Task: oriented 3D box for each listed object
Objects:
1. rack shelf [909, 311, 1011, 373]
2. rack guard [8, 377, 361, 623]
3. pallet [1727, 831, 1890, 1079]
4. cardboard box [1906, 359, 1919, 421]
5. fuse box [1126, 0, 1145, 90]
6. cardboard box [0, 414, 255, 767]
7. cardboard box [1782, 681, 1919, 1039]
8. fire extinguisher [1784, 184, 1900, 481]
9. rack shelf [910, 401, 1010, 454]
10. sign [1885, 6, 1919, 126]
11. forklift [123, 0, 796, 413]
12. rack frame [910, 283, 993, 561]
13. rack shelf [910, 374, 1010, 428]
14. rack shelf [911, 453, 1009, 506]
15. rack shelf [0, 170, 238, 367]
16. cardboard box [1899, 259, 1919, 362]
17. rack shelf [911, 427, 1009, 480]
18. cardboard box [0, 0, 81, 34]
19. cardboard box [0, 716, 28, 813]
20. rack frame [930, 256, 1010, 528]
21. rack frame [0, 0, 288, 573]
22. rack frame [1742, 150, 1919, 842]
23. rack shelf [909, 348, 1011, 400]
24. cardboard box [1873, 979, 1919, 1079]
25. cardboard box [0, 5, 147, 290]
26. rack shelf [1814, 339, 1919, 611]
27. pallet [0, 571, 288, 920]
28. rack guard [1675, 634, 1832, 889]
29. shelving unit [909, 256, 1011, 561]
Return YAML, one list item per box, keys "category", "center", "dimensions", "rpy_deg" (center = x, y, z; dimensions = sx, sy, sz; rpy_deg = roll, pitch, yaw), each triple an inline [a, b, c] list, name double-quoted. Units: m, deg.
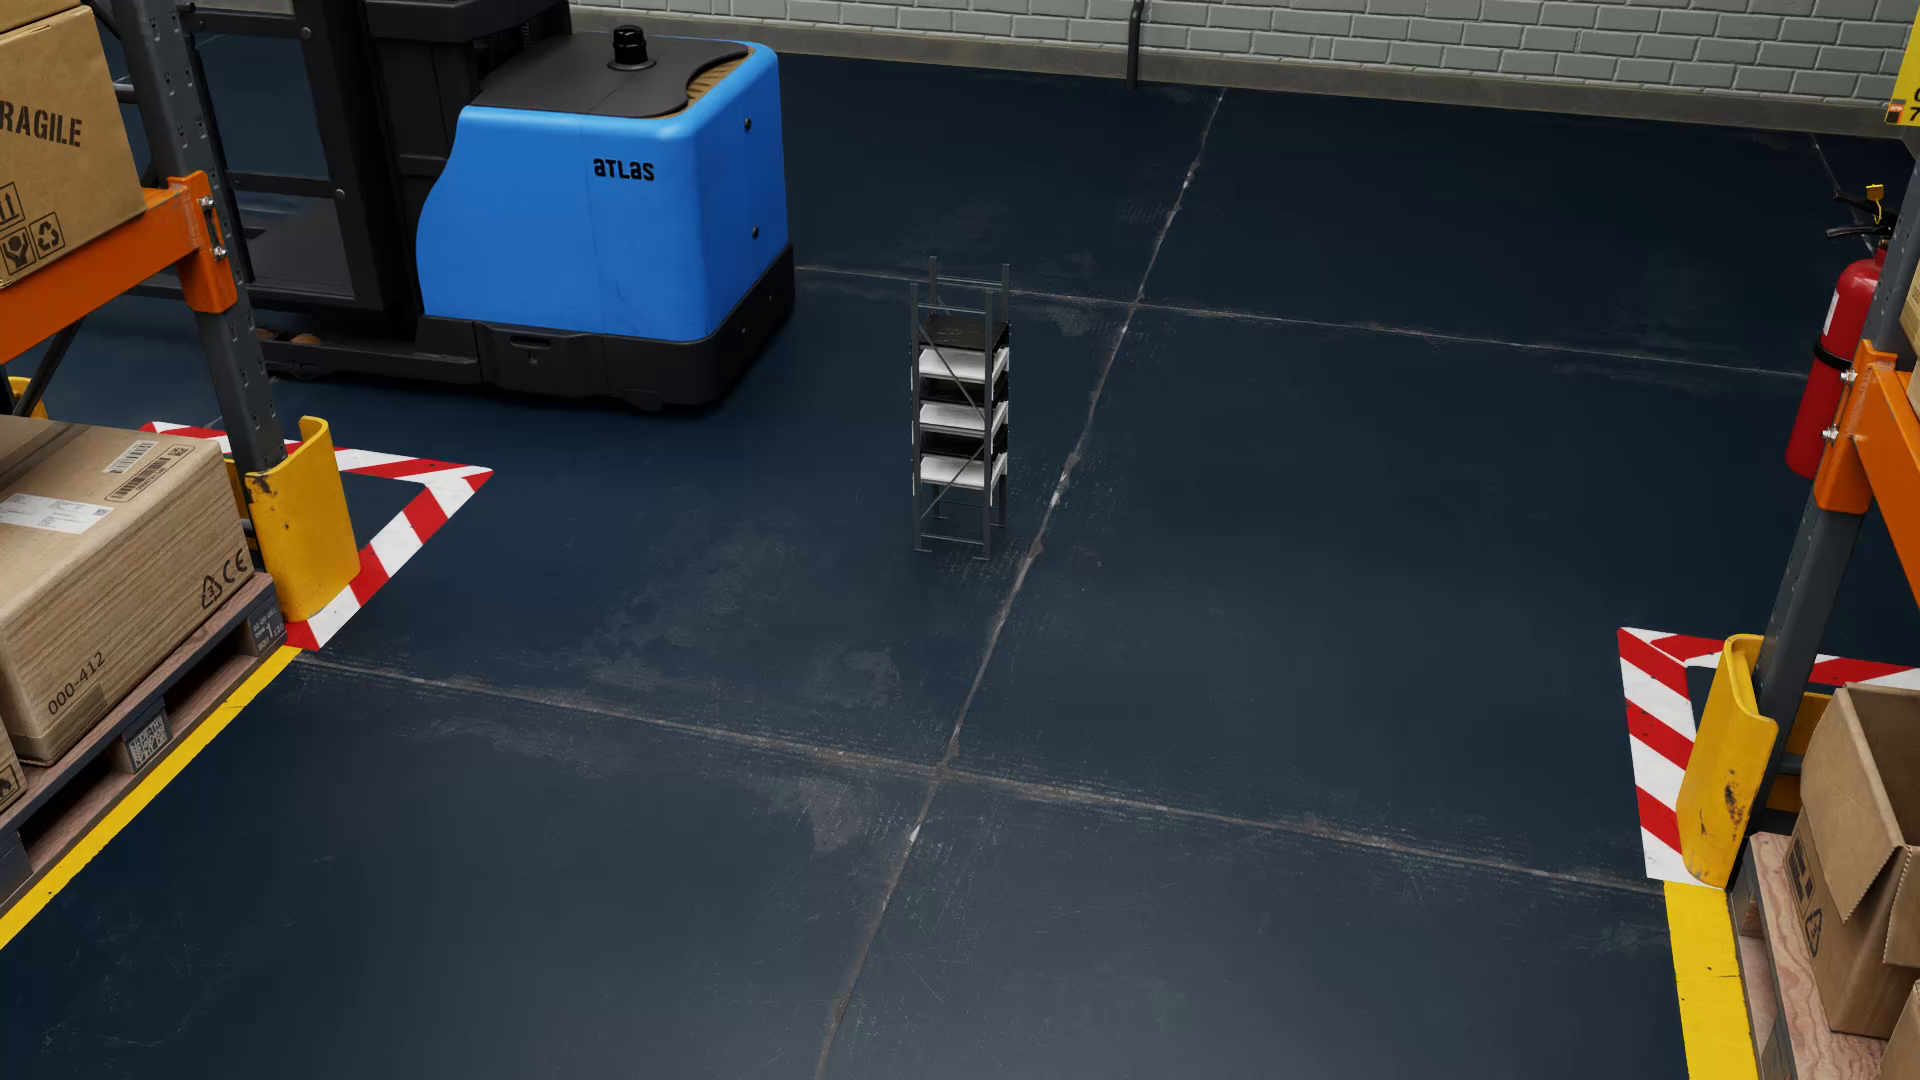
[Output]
- category: "rack shelf"
  center: [0.002, -0.584, 4.888]
  dimensions: [0.258, 0.077, 0.200]
  rpy_deg: [8, 33, 12]
- category: "rack guard"
  center: [-2.433, -0.130, 4.988]
  dimensions: [1.175, 0.500, 0.348]
  rpy_deg: [8, 33, 12]
- category: "pallet"
  center: [2.142, 1.132, 3.273]
  dimensions: [1.003, 0.211, 1.213]
  rpy_deg: [8, 33, 12]
- category: "cardboard box"
  center: [2.014, -0.259, 3.096]
  dimensions: [0.380, 0.149, 0.250]
  rpy_deg: [8, 33, 12]
- category: "fuse box"
  center: [0.964, -3.196, 8.683]
  dimensions: [0.539, 1.711, 0.414]
  rpy_deg: [8, 33, 12]
- category: "cardboard box"
  center: [-2.510, 0.088, 4.313]
  dimensions: [0.875, 0.438, 0.875]
  rpy_deg: [7, 33, 11]
- category: "cardboard box"
  center: [2.116, 0.682, 3.316]
  dimensions: [0.797, 0.503, 0.637]
  rpy_deg: [7, 33, 10]
- category: "fire extinguisher"
  center: [1.953, -0.448, 3.578]
  dimensions: [0.296, 0.674, 0.183]
  rpy_deg: [8, 33, 12]
- category: "rack shelf"
  center: [0.002, -0.356, 5.033]
  dimensions: [0.258, 0.077, 0.200]
  rpy_deg: [8, 33, 12]
- category: "sign"
  center: [1.838, -0.938, 3.122]
  dimensions: [0.100, 0.325, 0.005]
  rpy_deg: [8, 33, 12]
- category: "forklift"
  center: [-2.230, -2.100, 5.821]
  dimensions: [3.031, 2.935, 1.130]
  rpy_deg: [7, 33, 11]
- category: "rack frame"
  center: [-0.024, -0.331, 4.932]
  dimensions: [0.240, 0.900, 0.006]
  rpy_deg: [8, 33, 12]
- category: "rack shelf"
  center: [0.002, -0.432, 4.985]
  dimensions: [0.258, 0.077, 0.200]
  rpy_deg: [8, 33, 12]
- category: "rack shelf"
  center: [0.002, -0.204, 5.130]
  dimensions: [0.258, 0.077, 0.200]
  rpy_deg: [8, 33, 12]
- category: "rack shelf"
  center: [-2.947, 0.169, 2.859]
  dimensions: [1.077, 0.370, 4.000]
  rpy_deg: [8, 33, 12]
- category: "cardboard box"
  center: [1.987, -0.362, 2.886]
  dimensions: [0.500, 0.250, 0.500]
  rpy_deg: [8, 33, 13]
- category: "rack shelf"
  center: [0.002, -0.280, 5.081]
  dimensions: [0.258, 0.077, 0.200]
  rpy_deg: [8, 33, 12]
- category: "cardboard box"
  center: [-2.331, -1.354, 3.559]
  dimensions: [0.500, 0.500, 0.500]
  rpy_deg: [9, 34, 14]
- category: "cardboard box"
  center: [-2.734, 0.564, 3.564]
  dimensions: [0.875, 0.438, 0.875]
  rpy_deg: [9, 34, 14]
- category: "rack frame"
  center: [0.028, -0.437, 5.098]
  dimensions: [0.240, 0.900, 0.006]
  rpy_deg: [8, 33, 12]
- category: "rack frame"
  center: [-2.439, -1.172, 4.298]
  dimensions: [1.000, 3.000, 0.127]
  rpy_deg: [8, 33, 12]
- category: "rack frame"
  center: [2.363, -0.498, 3.238]
  dimensions: [1.000, 3.000, 0.127]
  rpy_deg: [8, 33, 12]
- category: "rack shelf"
  center: [0.002, -0.508, 4.937]
  dimensions: [0.258, 0.077, 0.200]
  rpy_deg: [8, 33, 12]
- category: "cardboard box"
  center: [1.861, 1.122, 2.628]
  dimensions: [0.700, 0.500, 0.500]
  rpy_deg: [9, 34, 14]
- category: "cardboard box"
  center: [-2.306, -0.928, 3.821]
  dimensions: [0.500, 0.500, 0.500]
  rpy_deg: [8, 33, 13]
- category: "rack shelf"
  center: [1.855, 0.843, 1.799]
  dimensions: [1.077, 0.370, 4.000]
  rpy_deg: [8, 33, 12]
- category: "pallet"
  center: [-2.567, 0.430, 4.377]
  dimensions: [1.003, 0.211, 1.213]
  rpy_deg: [8, 33, 12]
- category: "rack guard"
  center: [2.344, 0.596, 3.847]
  dimensions: [1.175, 0.500, 0.348]
  rpy_deg: [8, 33, 12]
- category: "shelving unit"
  center: [0.002, -0.384, 5.015]
  dimensions: [0.258, 0.900, 0.210]
  rpy_deg: [8, 33, 12]
